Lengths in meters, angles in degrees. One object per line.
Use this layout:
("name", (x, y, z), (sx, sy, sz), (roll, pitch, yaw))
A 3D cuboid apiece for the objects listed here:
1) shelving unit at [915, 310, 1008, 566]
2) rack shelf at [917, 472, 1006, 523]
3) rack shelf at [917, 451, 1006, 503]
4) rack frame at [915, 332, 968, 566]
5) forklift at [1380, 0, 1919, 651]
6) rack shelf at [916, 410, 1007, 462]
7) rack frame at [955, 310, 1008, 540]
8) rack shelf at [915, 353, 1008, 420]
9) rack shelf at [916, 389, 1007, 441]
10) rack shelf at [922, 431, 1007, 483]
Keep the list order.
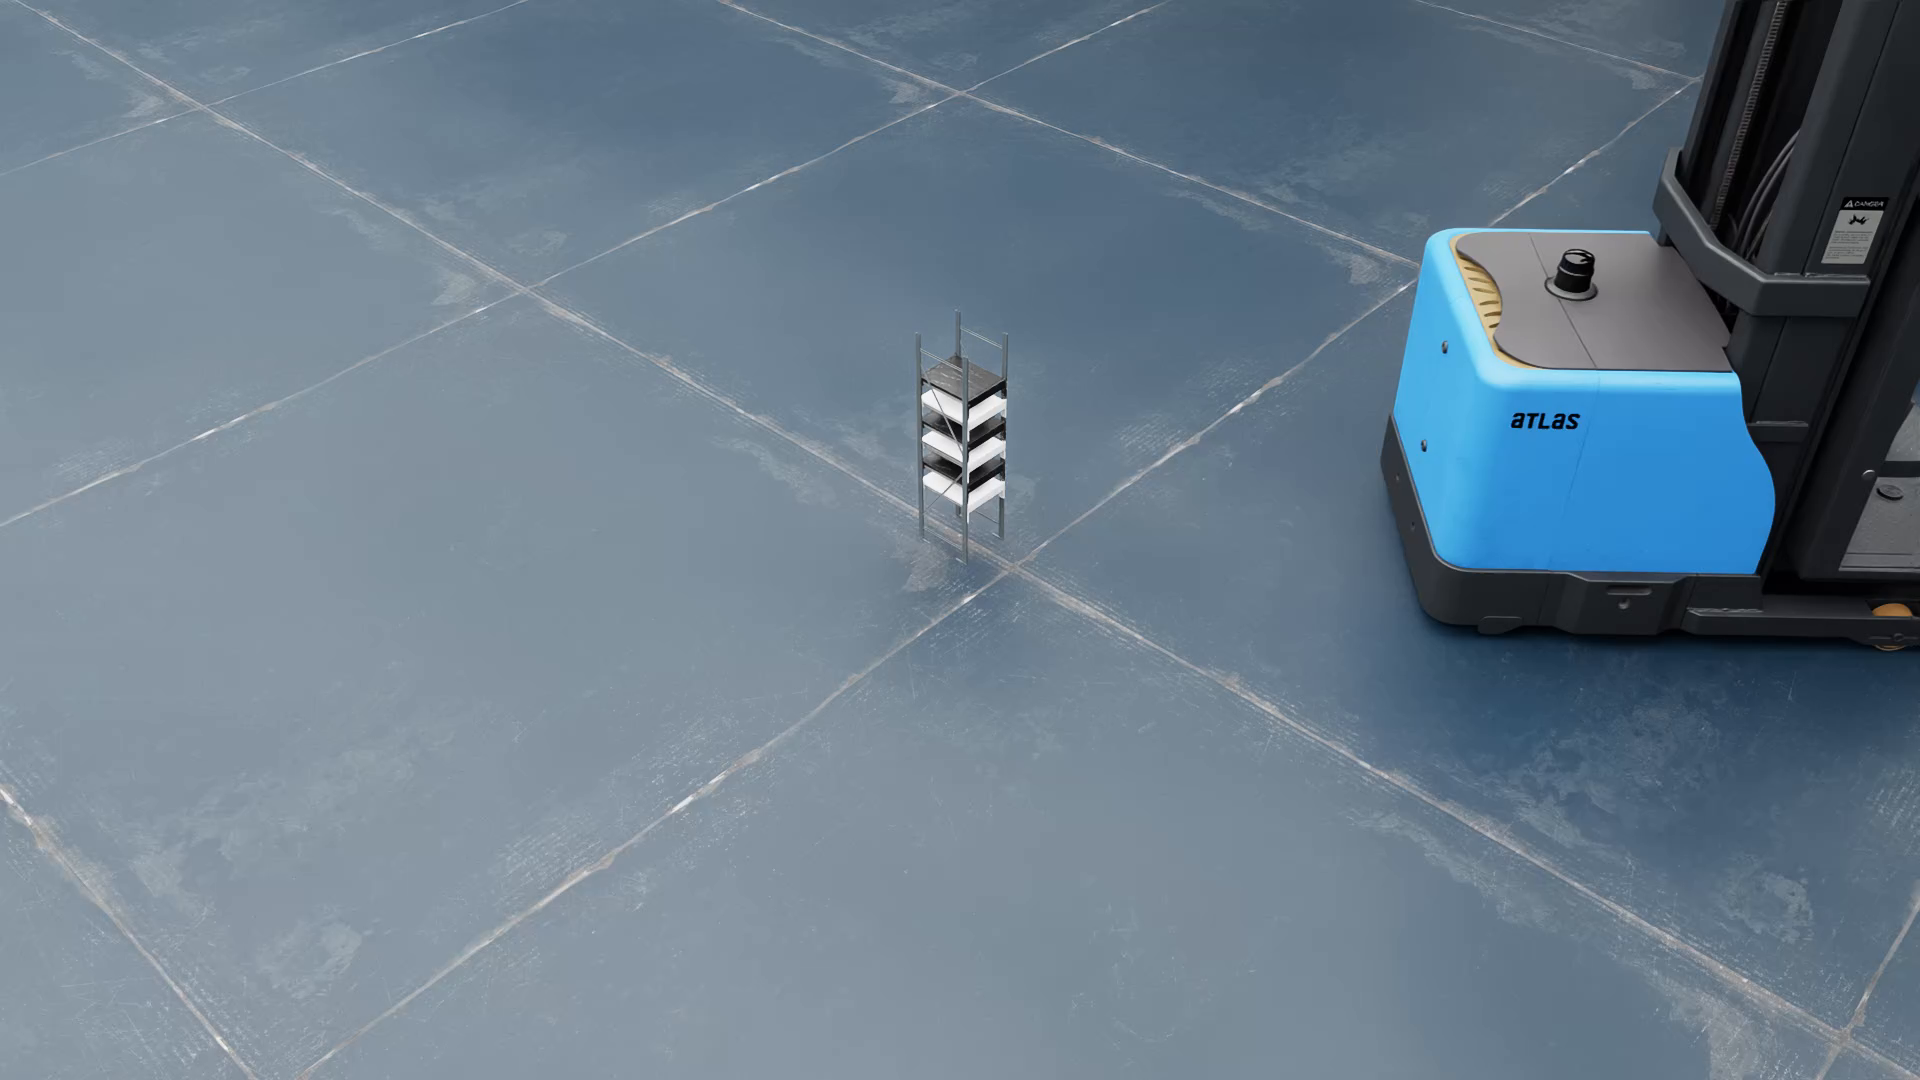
("shelving unit", (0.005, -0.356, 5.975), (0.258, 0.900, 0.210), (30, 47, 32))
("rack shelf", (0.005, -0.189, 6.107), (0.258, 0.077, 0.200), (30, 47, 32))
("rack shelf", (0.005, -0.259, 6.051), (0.258, 0.077, 0.200), (30, 47, 32))
("rack frame", (-0.063, -0.309, 5.916), (0.240, 0.900, 0.006), (30, 47, 32))
("forklift", (3.146, -1.098, 5.276), (3.031, 2.935, 1.130), (1, 39, 1))
("rack shelf", (0.005, -0.400, 5.939), (0.258, 0.077, 0.200), (30, 47, 32))
("rack frame", (0.074, -0.403, 6.033), (0.240, 0.900, 0.006), (30, 47, 32))
("rack shelf", (0.005, -0.541, 5.827), (0.258, 0.077, 0.200), (30, 47, 32))
("rack shelf", (0.005, -0.471, 5.883), (0.258, 0.077, 0.200), (30, 47, 32))
("rack shelf", (0.005, -0.330, 5.995), (0.258, 0.077, 0.200), (30, 47, 32))
